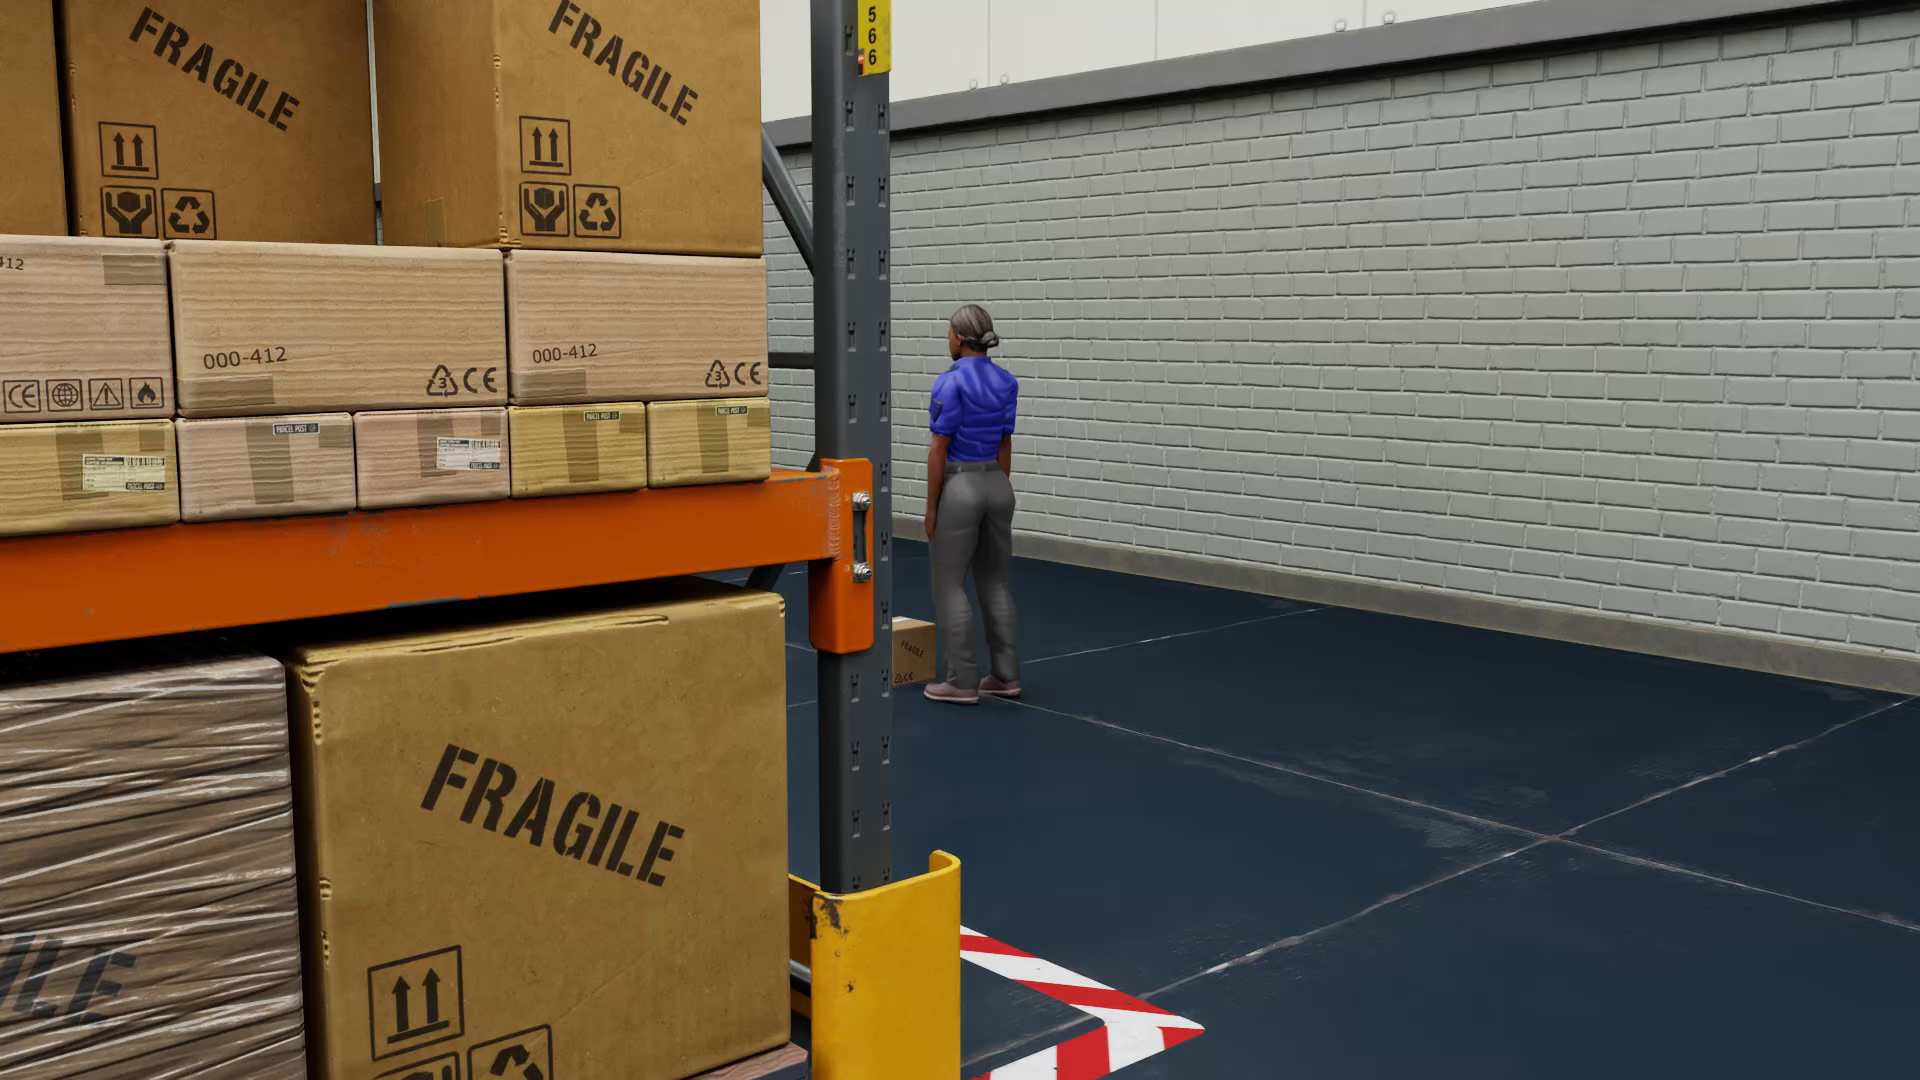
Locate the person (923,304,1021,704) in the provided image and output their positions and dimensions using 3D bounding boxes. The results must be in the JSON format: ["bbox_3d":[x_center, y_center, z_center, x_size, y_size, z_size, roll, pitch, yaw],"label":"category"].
[{"bbox_3d":[0.037,-0.146,6.950,0.436,1.662,0.299,-6,10,-40],"label":"person"}]
